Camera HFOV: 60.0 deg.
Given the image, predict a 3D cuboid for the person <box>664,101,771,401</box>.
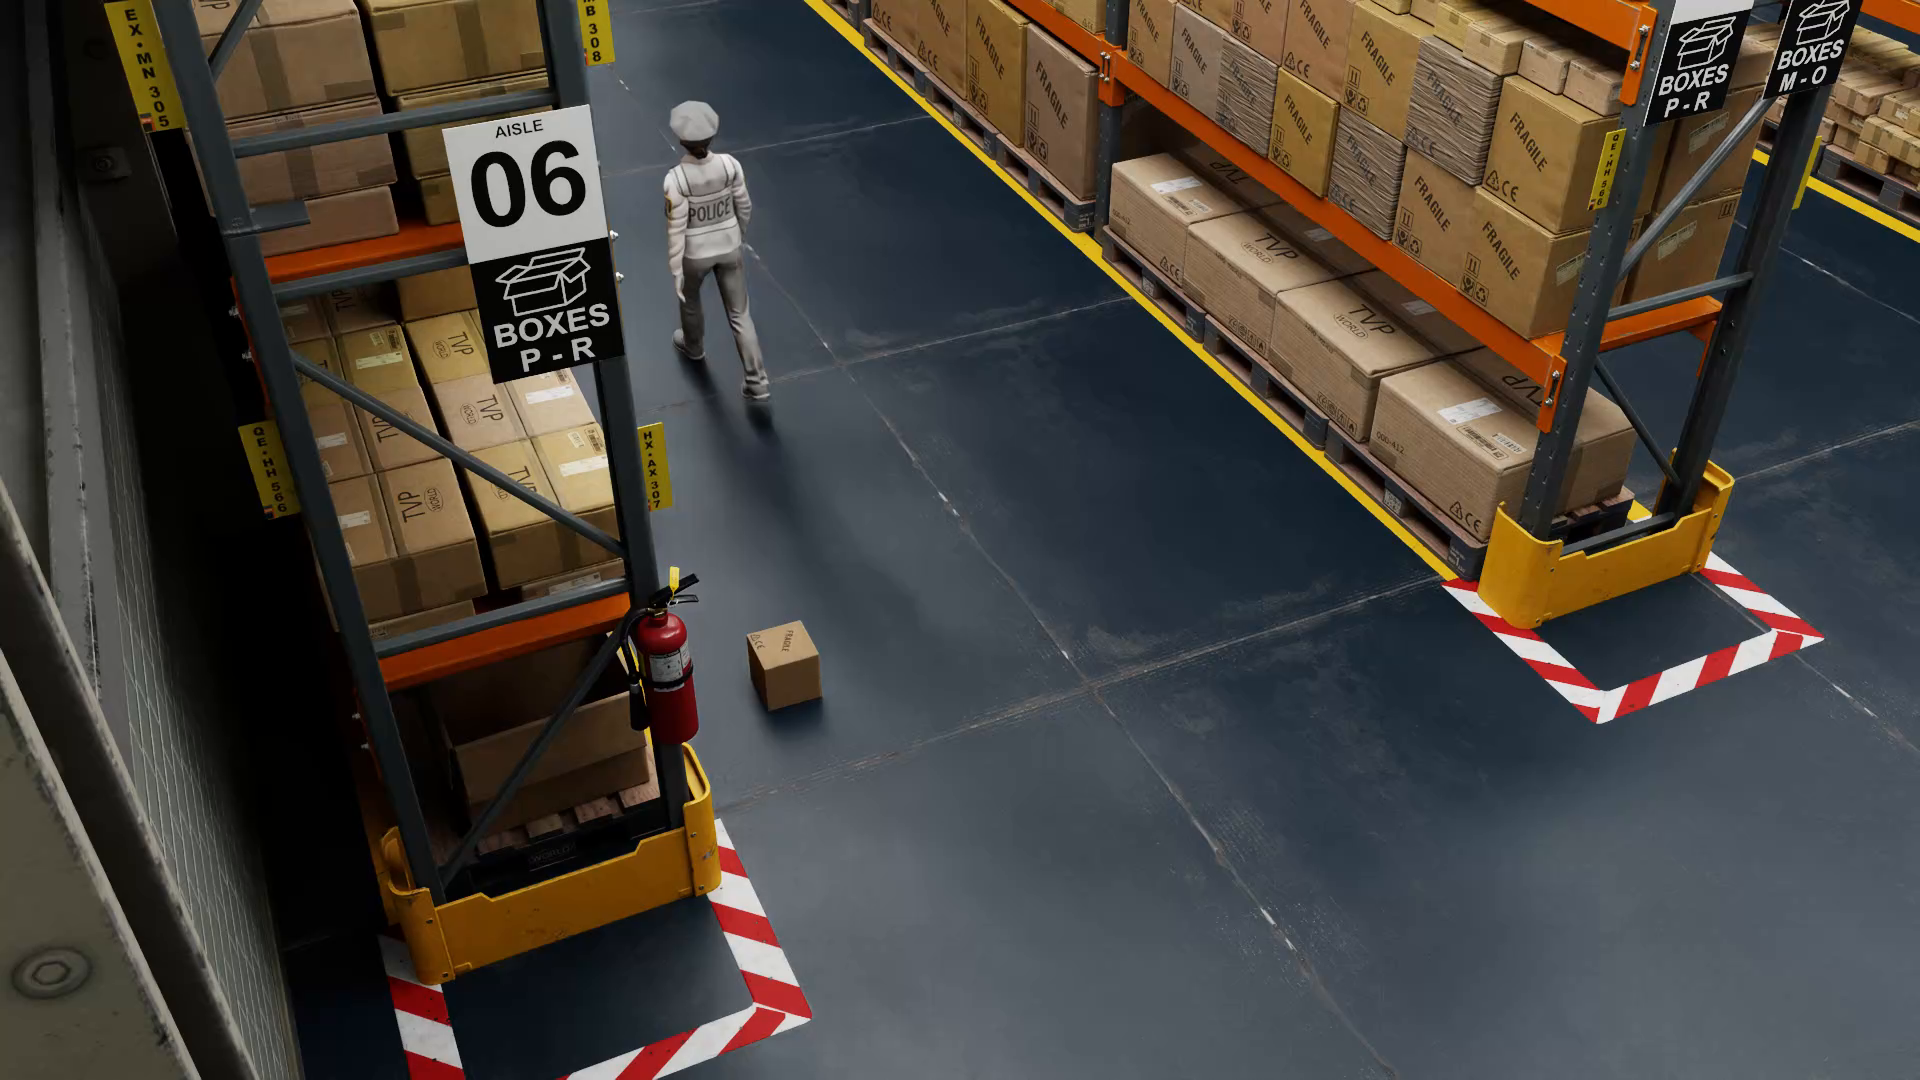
[{"bbox_3d":[-1.341,-1.566,8.872,0.515,1.637,1.008,-15,40,-19],"label":"person"}]
